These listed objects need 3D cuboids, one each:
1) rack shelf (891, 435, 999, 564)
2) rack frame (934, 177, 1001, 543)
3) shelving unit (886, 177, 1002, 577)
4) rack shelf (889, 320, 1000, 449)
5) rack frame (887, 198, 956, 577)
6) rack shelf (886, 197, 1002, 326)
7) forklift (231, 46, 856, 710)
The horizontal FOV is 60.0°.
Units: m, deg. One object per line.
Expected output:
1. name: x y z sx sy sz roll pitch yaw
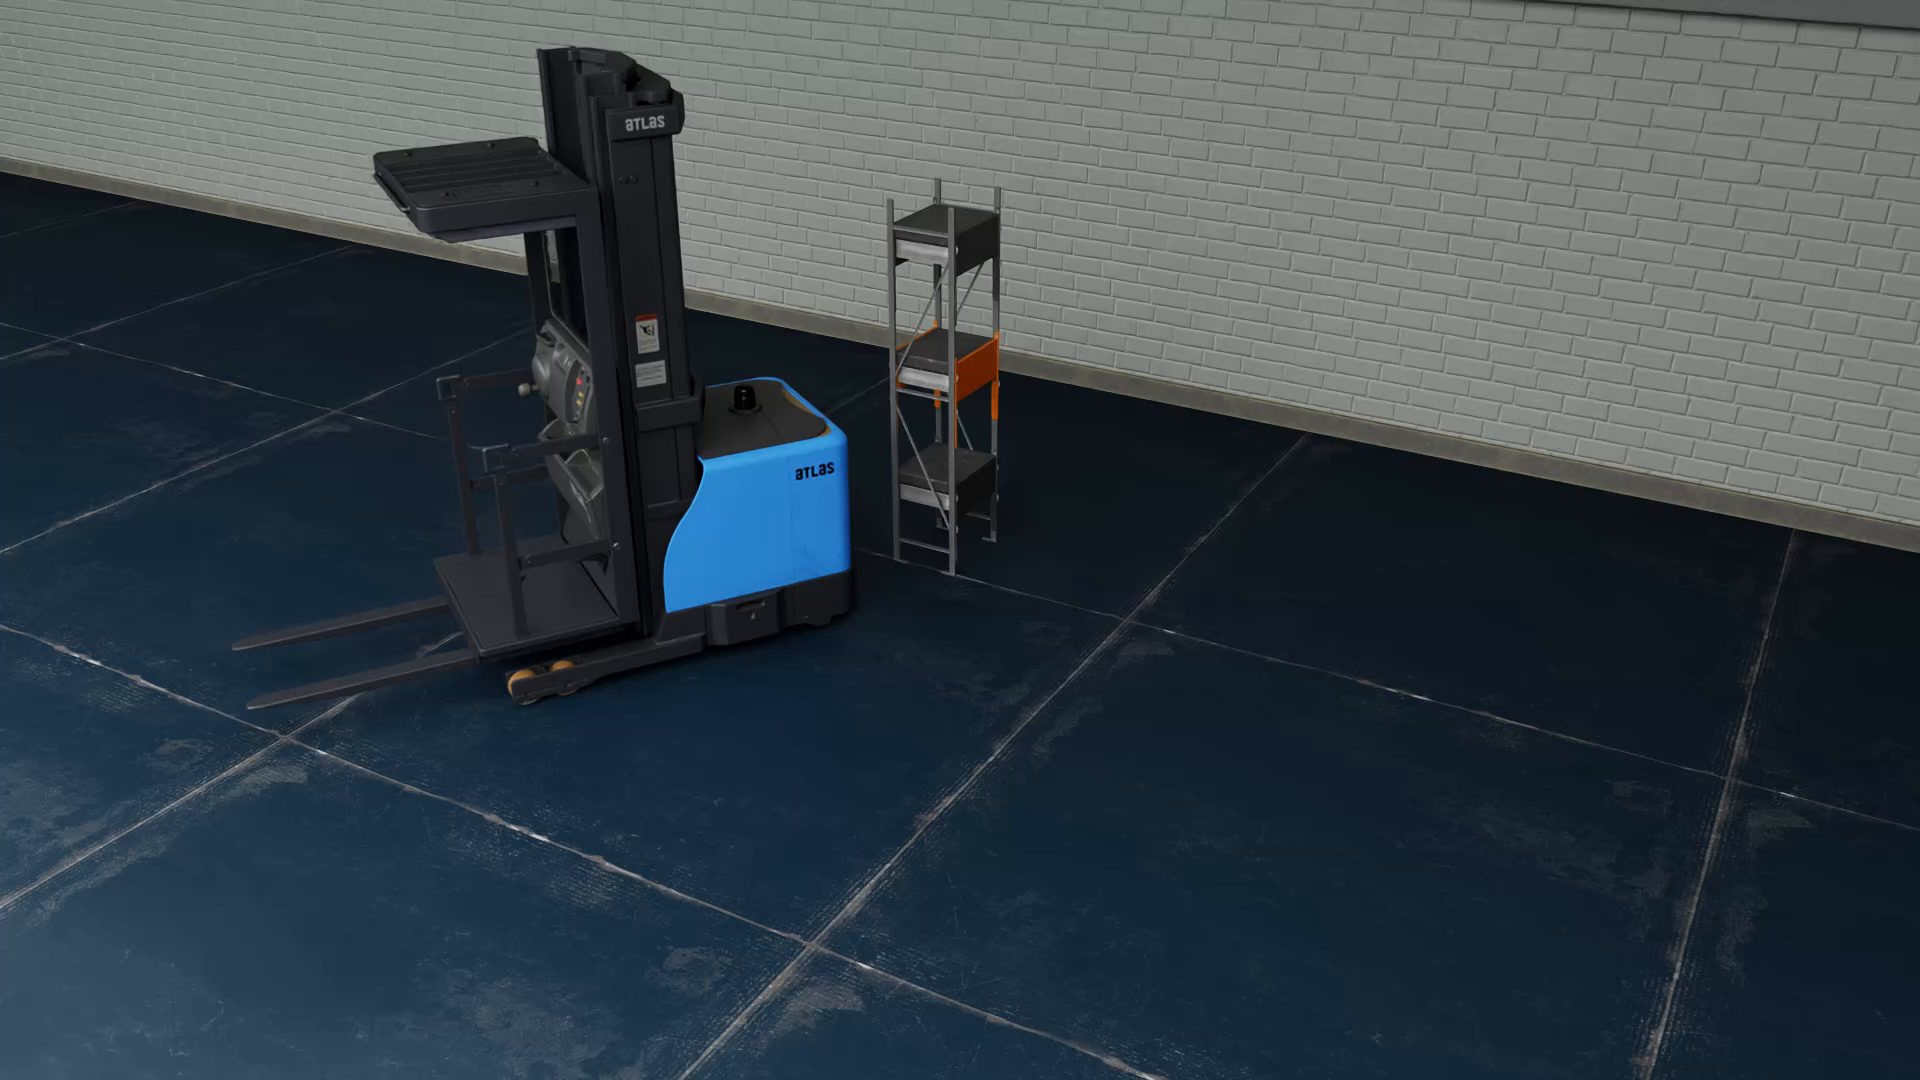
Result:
1. rack shelf: -0.081 -0.236 9.471 0.431 0.518 0.480 14 30 26
2. rack frame: 0.039 -0.970 9.341 0.400 2.100 0.015 14 30 26
3. shelving unit: -0.081 -0.874 9.151 0.431 2.100 0.503 14 30 26
4. rack shelf: -0.081 -0.862 9.157 0.431 0.518 0.480 14 30 26
5. rack frame: -0.201 -0.779 8.961 0.400 2.100 0.015 14 30 26
6. rack shelf: -0.081 -1.488 8.844 0.431 0.518 0.480 14 30 26
7. forklift: -2.106 -0.775 8.024 3.031 2.935 1.130 -13 29 -24
